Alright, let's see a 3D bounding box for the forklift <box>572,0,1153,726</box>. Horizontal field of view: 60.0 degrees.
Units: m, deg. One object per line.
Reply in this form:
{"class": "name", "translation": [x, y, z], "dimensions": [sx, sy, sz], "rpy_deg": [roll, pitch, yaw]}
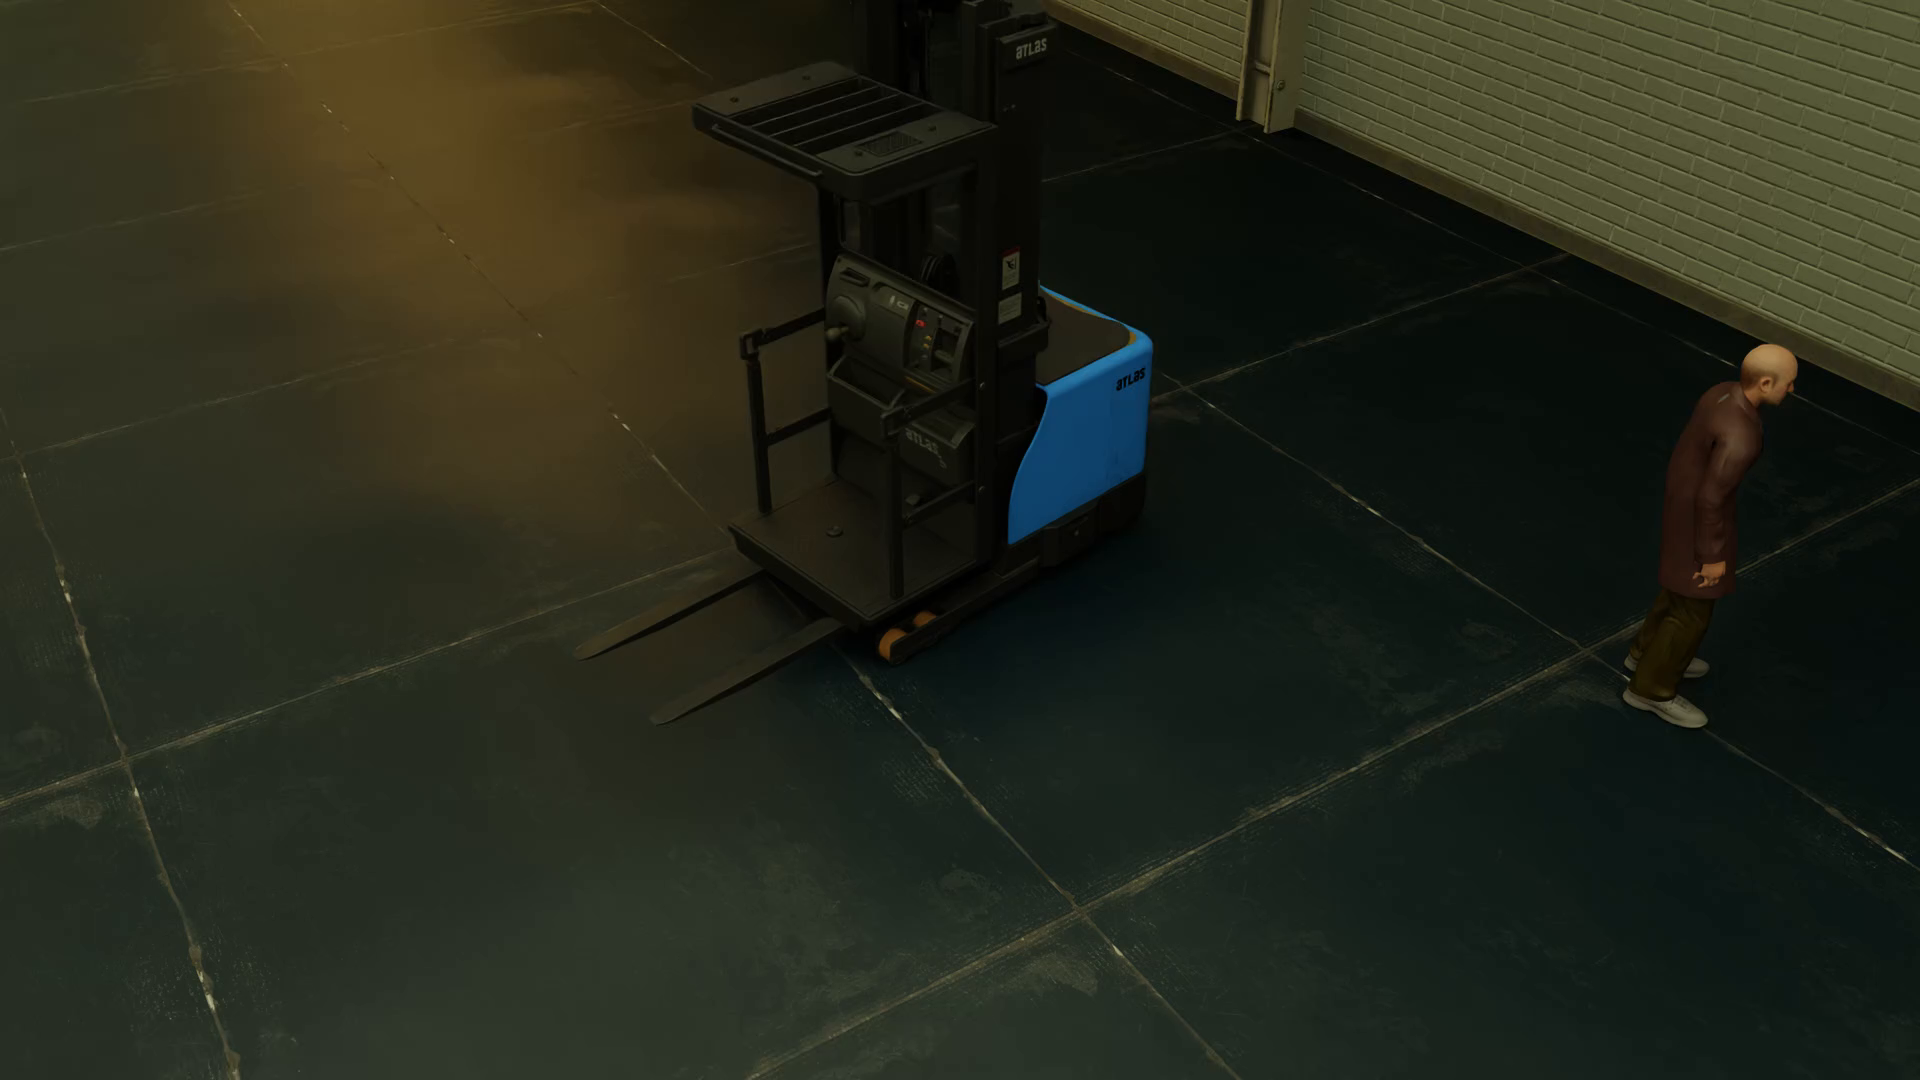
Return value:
{"class": "forklift", "translation": [-0.439, -0.953, 7.504], "dimensions": [3.031, 2.935, 1.130], "rpy_deg": [-28, 44, -34]}

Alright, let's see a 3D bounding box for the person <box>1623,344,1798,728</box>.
{"class": "person", "translation": [3.249, -0.006, 7.264], "dimensions": [0.435, 1.657, 0.643], "rpy_deg": [11, 37, 15]}
